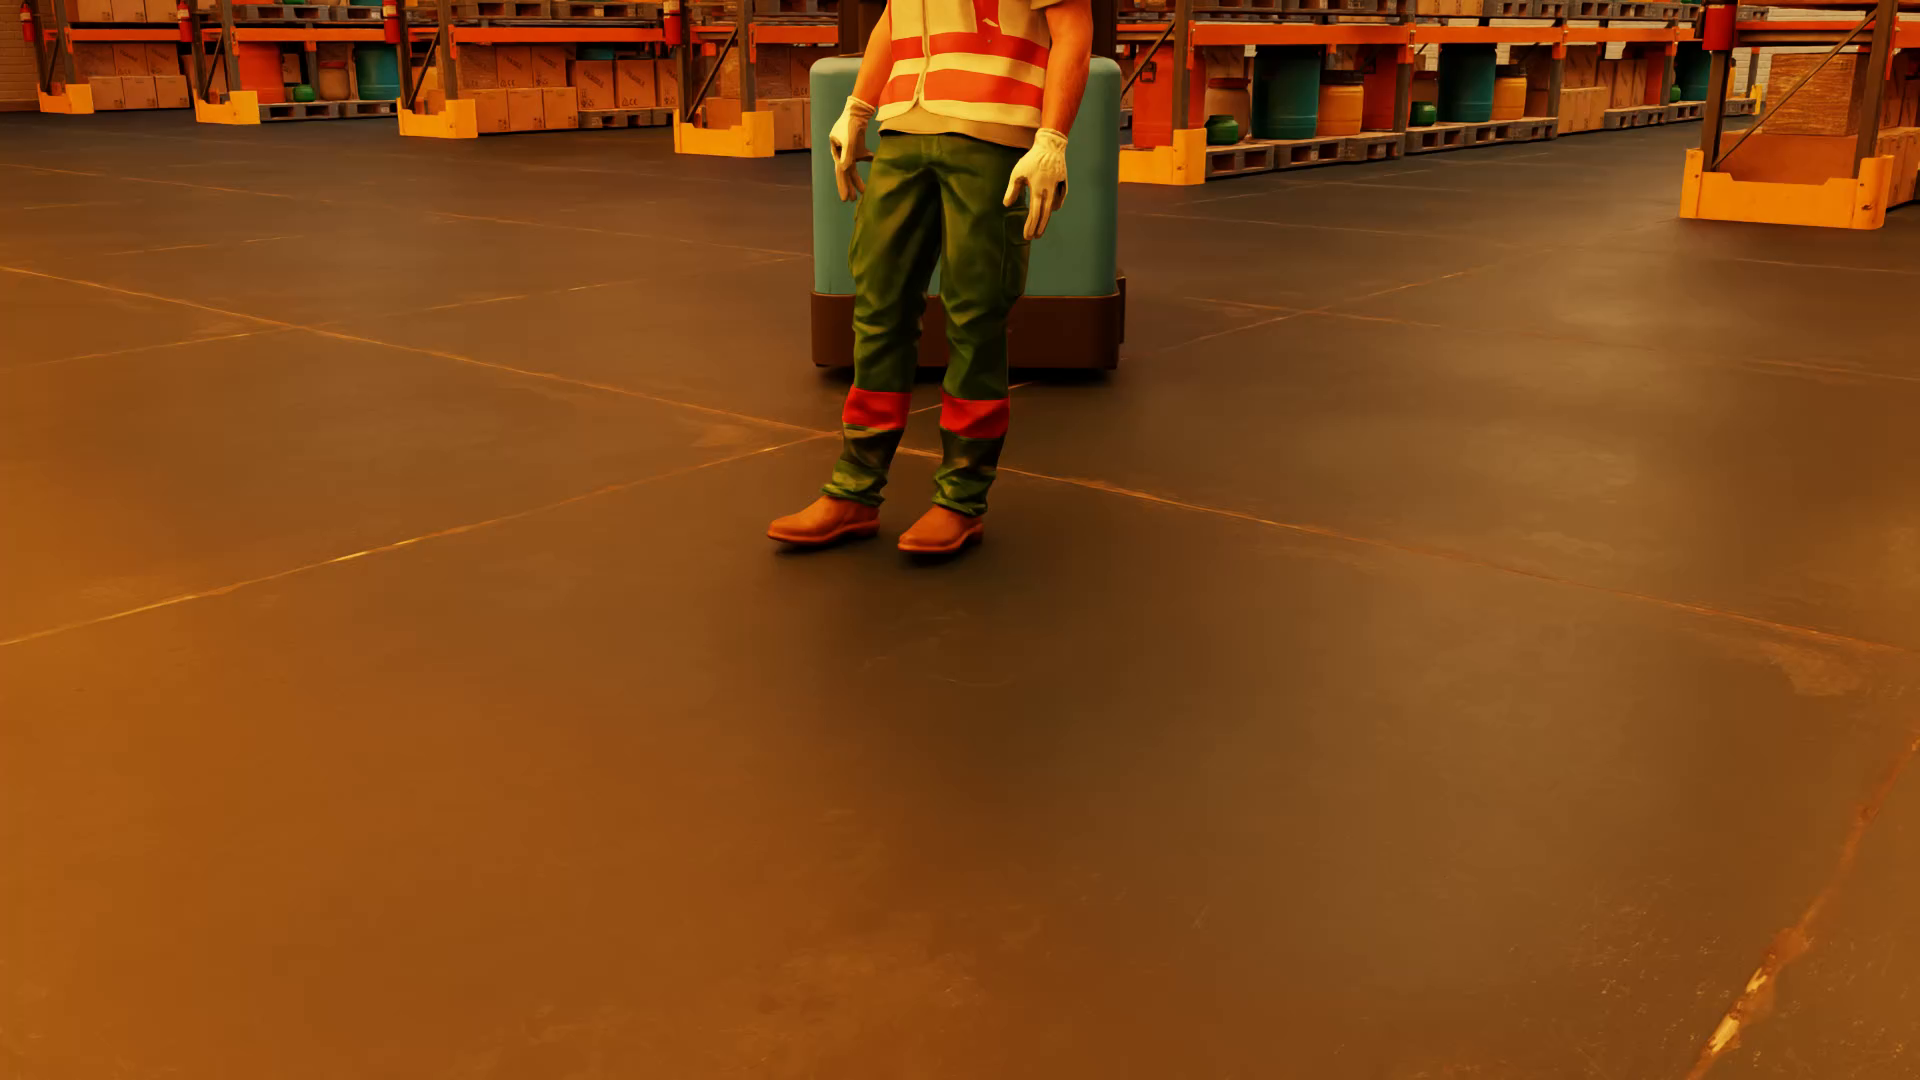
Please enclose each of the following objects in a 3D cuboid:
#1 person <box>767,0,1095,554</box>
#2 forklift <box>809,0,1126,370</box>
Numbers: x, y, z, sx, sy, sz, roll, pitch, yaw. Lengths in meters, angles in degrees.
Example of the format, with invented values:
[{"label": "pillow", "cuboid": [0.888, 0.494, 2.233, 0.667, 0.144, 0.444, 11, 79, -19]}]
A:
[{"label": "person", "cuboid": [-0.060, -0.847, 3.628, 0.638, 1.787, 0.564, 13, 21, 37]}, {"label": "forklift", "cuboid": [0.079, -2.355, 6.655, 1.130, 2.935, 3.031, 1, 17, 2]}]
